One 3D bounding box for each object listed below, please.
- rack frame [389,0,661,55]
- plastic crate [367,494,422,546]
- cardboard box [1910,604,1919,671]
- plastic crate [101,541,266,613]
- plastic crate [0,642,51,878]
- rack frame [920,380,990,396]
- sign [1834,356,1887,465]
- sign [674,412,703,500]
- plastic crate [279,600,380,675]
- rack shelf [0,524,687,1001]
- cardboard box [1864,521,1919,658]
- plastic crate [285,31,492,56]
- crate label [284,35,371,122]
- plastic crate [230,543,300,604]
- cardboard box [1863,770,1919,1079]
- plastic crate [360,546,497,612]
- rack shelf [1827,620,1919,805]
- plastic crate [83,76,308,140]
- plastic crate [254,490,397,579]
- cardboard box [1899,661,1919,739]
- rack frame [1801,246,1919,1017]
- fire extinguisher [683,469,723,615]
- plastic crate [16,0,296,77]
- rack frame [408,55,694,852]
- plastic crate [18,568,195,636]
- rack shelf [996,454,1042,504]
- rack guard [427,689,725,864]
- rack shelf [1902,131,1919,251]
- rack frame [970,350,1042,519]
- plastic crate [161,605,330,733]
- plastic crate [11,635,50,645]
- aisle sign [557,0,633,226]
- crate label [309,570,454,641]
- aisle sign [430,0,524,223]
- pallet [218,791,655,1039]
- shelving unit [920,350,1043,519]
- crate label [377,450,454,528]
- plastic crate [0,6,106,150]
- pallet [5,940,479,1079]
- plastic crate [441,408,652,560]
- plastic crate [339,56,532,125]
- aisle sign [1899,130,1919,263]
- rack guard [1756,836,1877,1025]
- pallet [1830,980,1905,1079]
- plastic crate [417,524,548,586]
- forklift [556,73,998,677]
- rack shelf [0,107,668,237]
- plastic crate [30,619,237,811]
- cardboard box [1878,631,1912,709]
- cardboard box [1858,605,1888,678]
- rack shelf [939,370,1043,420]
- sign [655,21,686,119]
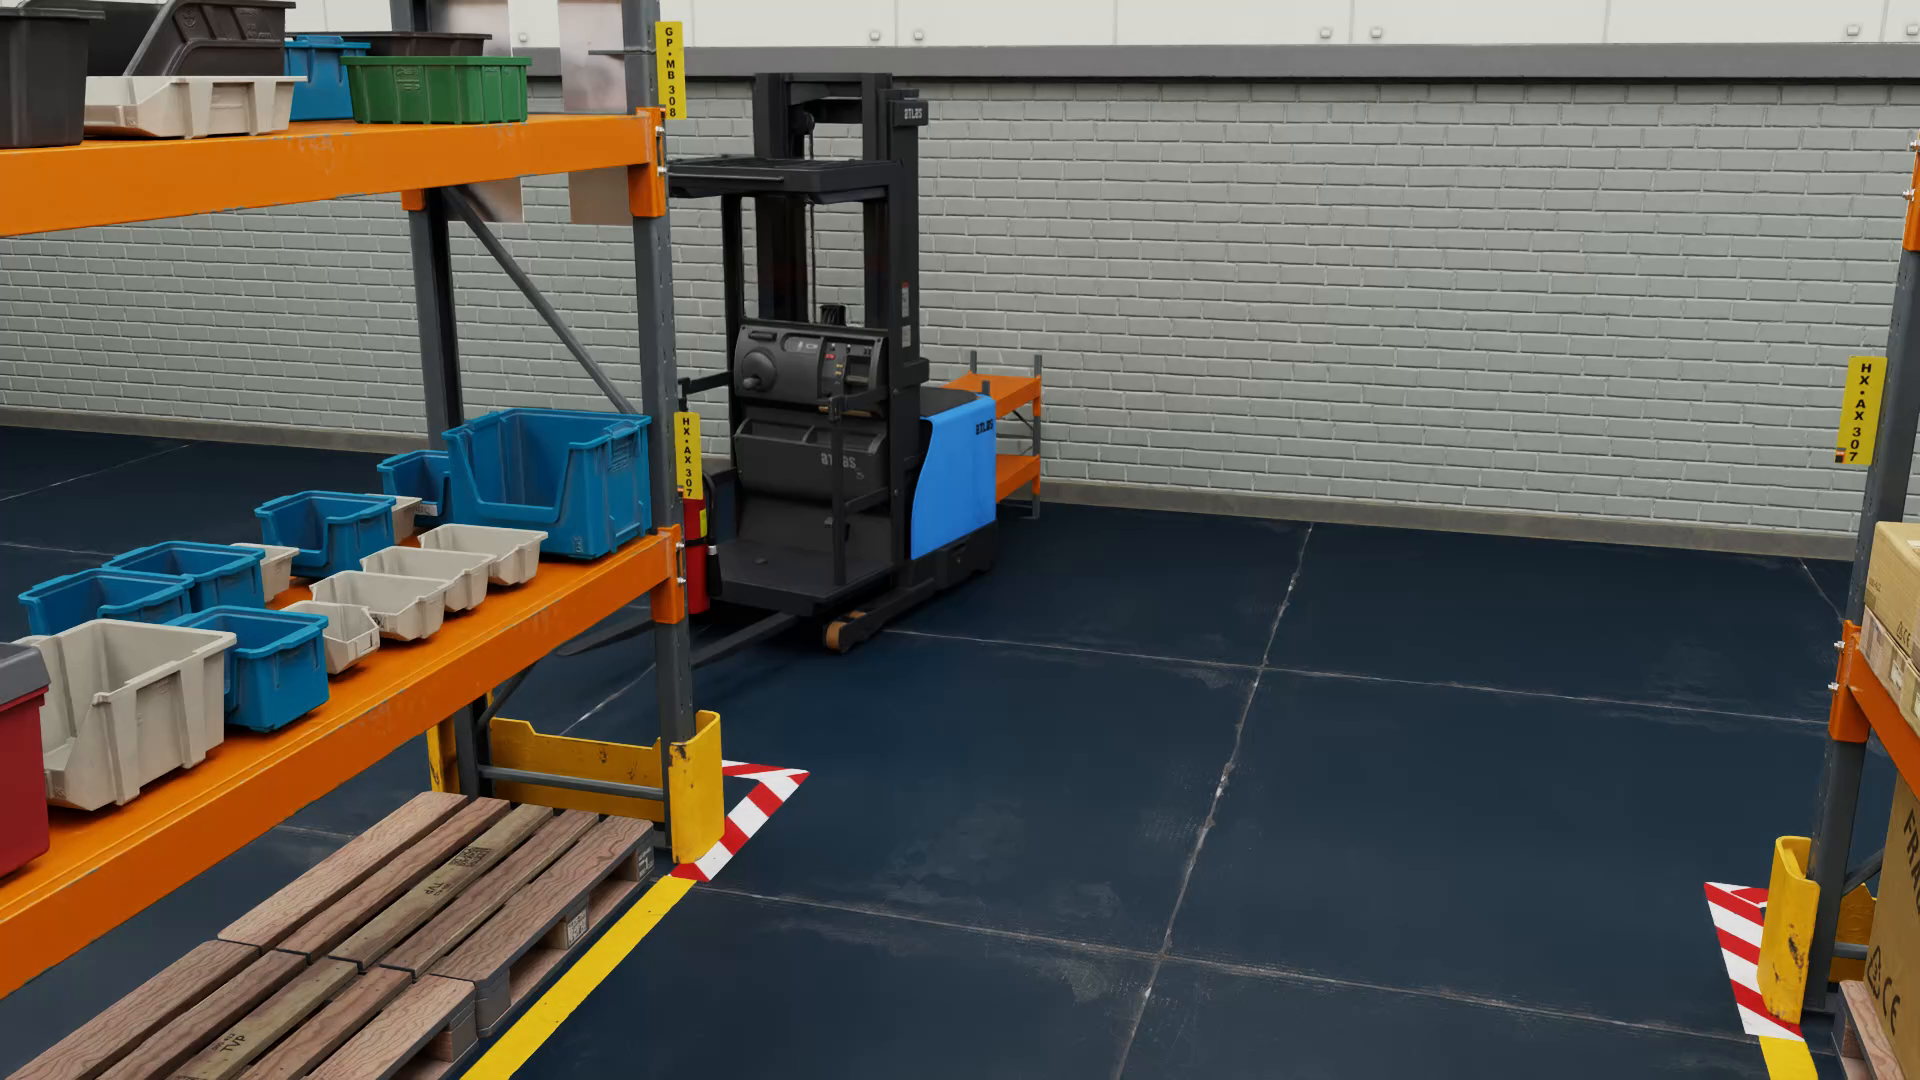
[{"bbox_3d":[-1.532,-3.156,5.466,1.000,3.000,0.127,5,16,16],"label":"rack frame"},{"bbox_3d":[-2.089,-0.056,5.902,0.250,0.136,0.298,5,16,16],"label":"plastic crate"},{"bbox_3d":[2.680,0.284,4.060,0.500,0.250,0.500,4,16,15],"label":"cardboard box"},{"bbox_3d":[-2.292,0.165,4.947,0.416,0.233,0.300,5,16,16],"label":"plastic crate"},{"bbox_3d":[-2.175,0.503,3.333,0.402,0.464,0.583,5,16,16],"label":"plastic crate"},{"bbox_3d":[-0.055,-0.451,10.358,0.500,1.125,0.032,6,17,20],"label":"rack frame"},{"bbox_3d":[2.686,-0.385,4.959,0.100,0.325,0.005,5,16,16],"label":"sign"},{"bbox_3d":[-1.000,-0.310,6.127,0.100,0.325,0.005,5,16,16],"label":"sign"},{"bbox_3d":[-1.809,0.284,4.706,0.298,0.136,0.250,5,16,16],"label":"plastic crate"},{"bbox_3d":[-2.101,0.599,4.538,1.077,0.370,4.000,5,16,16],"label":"rack shelf"},{"bbox_3d":[2.821,0.148,4.542,0.500,0.250,0.500,4,16,14],"label":"cardboard box"},{"bbox_3d":[-1.909,-1.571,5.615,0.497,0.269,0.590,5,16,16],"label":"plastic crate"},{"bbox_3d":[-2.105,-1.425,5.133,0.408,0.251,0.502,5,16,16],"label":"crate label"},{"bbox_3d":[-2.282,0.122,5.276,0.250,0.136,0.298,5,16,16],"label":"plastic crate"},{"bbox_3d":[3.111,1.108,4.551,0.875,0.875,0.875,5,16,16],"label":"cardboard box"},{"bbox_3d":[-1.687,0.130,5.248,0.396,0.136,0.243,5,16,16],"label":"plastic crate"},{"bbox_3d":[2.648,0.983,3.184,1.077,0.370,4.000,5,16,16],"label":"rack shelf"},{"bbox_3d":[-1.882,-1.027,3.938,0.437,0.136,0.530,5,16,16],"label":"plastic crate"},{"bbox_3d":[-2.105,-0.007,5.555,0.416,0.233,0.300,5,16,16],"label":"plastic crate"},{"bbox_3d":[2.655,0.436,4.255,0.380,0.149,0.250,4,16,15],"label":"cardboard box"},{"bbox_3d":[3.216,0.114,4.931,1.000,3.000,0.127,5,16,16],"label":"rack frame"},{"bbox_3d":[-1.054,-0.058,6.361,0.296,0.674,0.183,5,16,16],"label":"fire extinguisher"},{"bbox_3d":[-2.230,-1.305,4.550,0.504,0.338,0.767,5,16,16],"label":"plastic crate"},{"bbox_3d":[-1.532,-0.270,6.285,1.000,3.000,0.127,5,16,16],"label":"rack frame"},{"bbox_3d":[-2.378,0.244,4.671,0.416,0.233,0.300,5,16,16],"label":"plastic crate"},{"bbox_3d":[0.125,-0.346,10.882,0.538,0.278,1.000,6,17,20],"label":"rack shelf"},{"bbox_3d":[-1.538,0.925,6.652,1.175,0.500,0.348,5,16,16],"label":"rack guard"},{"bbox_3d":[2.648,-0.460,2.775,1.077,0.370,4.000,5,16,16],"label":"rack shelf"},{"bbox_3d":[0.305,-0.711,11.273,0.500,1.125,0.032,6,17,20],"label":"rack frame"},{"bbox_3d":[-1.870,0.339,4.335,0.416,0.233,0.300,5,16,16],"label":"plastic crate"},{"bbox_3d":[-2.463,0.395,4.312,0.293,0.136,0.466,5,16,16],"label":"plastic crate"},{"bbox_3d":[-1.231,-1.517,5.917,0.394,0.787,0.004,5,16,16],"label":"aisle sign"},{"bbox_3d":[-1.743,0.205,4.984,0.396,0.136,0.243,5,16,16],"label":"crate label"},{"bbox_3d":[-1.797,-1.563,6.078,0.394,0.787,0.004,5,16,16],"label":"aisle sign"},{"bbox_3d":[-1.804,1.284,5.915,1.003,0.211,1.213,5,16,16],"label":"pallet"},{"bbox_3d":[0.125,-0.581,10.816,0.538,1.125,1.048,6,17,20],"label":"shelving unit"},{"bbox_3d":[-1.918,-0.179,6.162,0.416,0.233,0.303,5,16,16],"label":"crate label"},{"bbox_3d":[-2.053,-0.908,3.275,0.497,0.269,0.590,5,16,16],"label":"plastic crate"},{"bbox_3d":[-2.153,1.602,4.794,1.003,0.211,1.213,5,16,16],"label":"pallet"},{"bbox_3d":[-1.449,-0.214,5.912,0.616,0.435,0.499,5,16,16],"label":"plastic crate"},{"bbox_3d":[-1.539,-1.331,4.917,0.450,0.188,0.336,5,16,16],"label":"plastic crate"},{"bbox_3d":[2.949,-1.179,4.724,0.394,0.787,0.004,5,16,16],"label":"aisle sign"},{"bbox_3d":[3.223,1.310,5.294,1.175,0.500,0.348,5,16,16],"label":"rack guard"},{"bbox_3d":[3.064,1.671,4.552,1.003,0.211,1.213,5,16,16],"label":"pallet"},{"bbox_3d":[-1.591,0.055,5.511,0.396,0.136,0.243,5,16,16],"label":"plastic crate"},{"bbox_3d":[-0.929,-0.959,8.838,1.130,2.935,3.031,9,18,28],"label":"forklift"},{"bbox_3d":[-2.101,-0.844,4.129,1.077,0.370,4.000,5,16,16],"label":"rack shelf"},{"bbox_3d":[-2.059,0.419,3.961,0.437,0.282,0.530,5,16,16],"label":"plastic crate"},{"bbox_3d":[2.727,0.369,4.491,0.380,0.149,0.250,4,16,15],"label":"cardboard box"},{"bbox_3d":[2.799,0.302,4.728,0.380,0.149,0.250,5,17,17],"label":"cardboard box"},{"bbox_3d":[0.125,-0.862,10.736,0.538,0.278,1.000,6,17,20],"label":"rack shelf"},{"bbox_3d":[-1.000,-1.624,5.754,0.100,0.325,0.005,5,16,16],"label":"sign"}]
